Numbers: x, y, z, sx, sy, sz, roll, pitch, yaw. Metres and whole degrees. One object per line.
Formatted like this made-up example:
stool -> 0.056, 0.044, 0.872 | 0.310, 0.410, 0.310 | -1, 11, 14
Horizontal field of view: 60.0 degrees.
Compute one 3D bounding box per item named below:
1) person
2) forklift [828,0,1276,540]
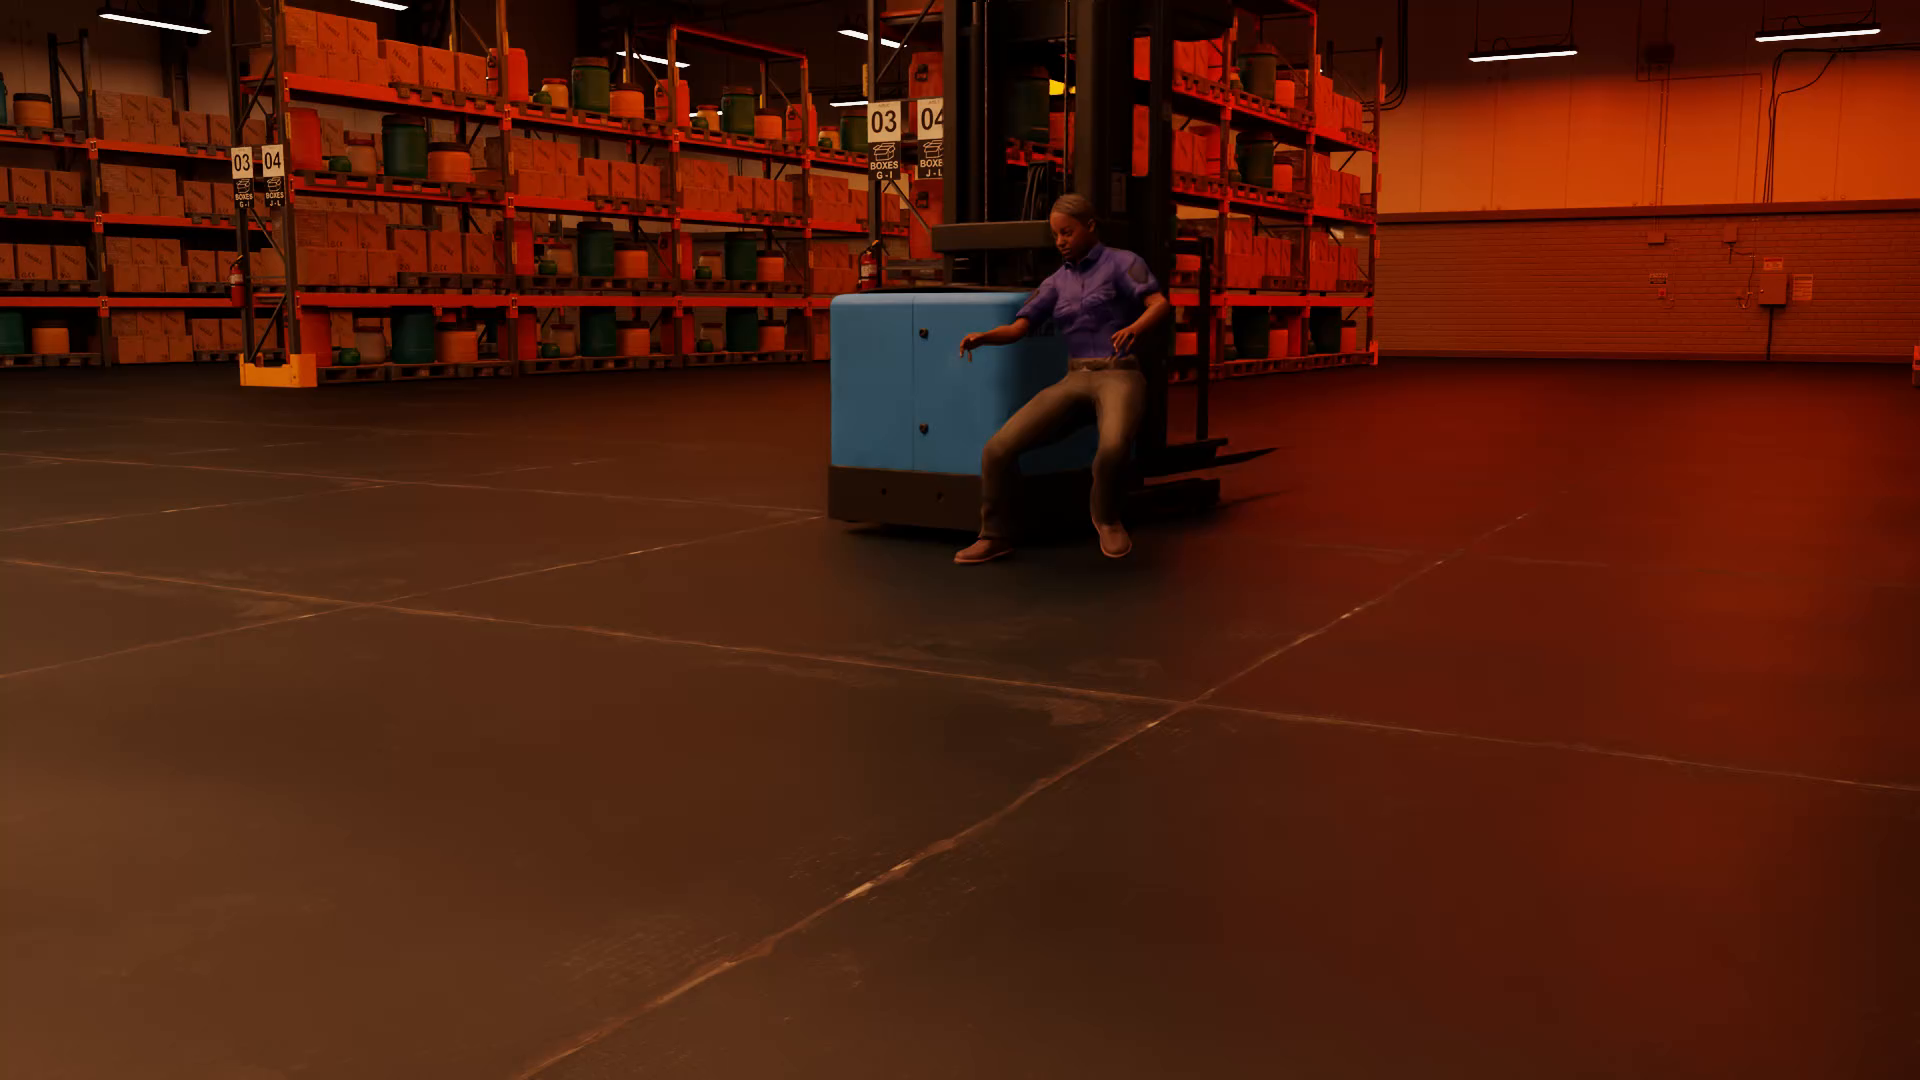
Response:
person -> 0.372, -0.603, 6.386 | 0.842, 1.450, 0.718 | 6, 10, 38
forklift -> 0.659, -1.611, 8.264 | 1.130, 2.935, 3.031 | 5, 10, 35
